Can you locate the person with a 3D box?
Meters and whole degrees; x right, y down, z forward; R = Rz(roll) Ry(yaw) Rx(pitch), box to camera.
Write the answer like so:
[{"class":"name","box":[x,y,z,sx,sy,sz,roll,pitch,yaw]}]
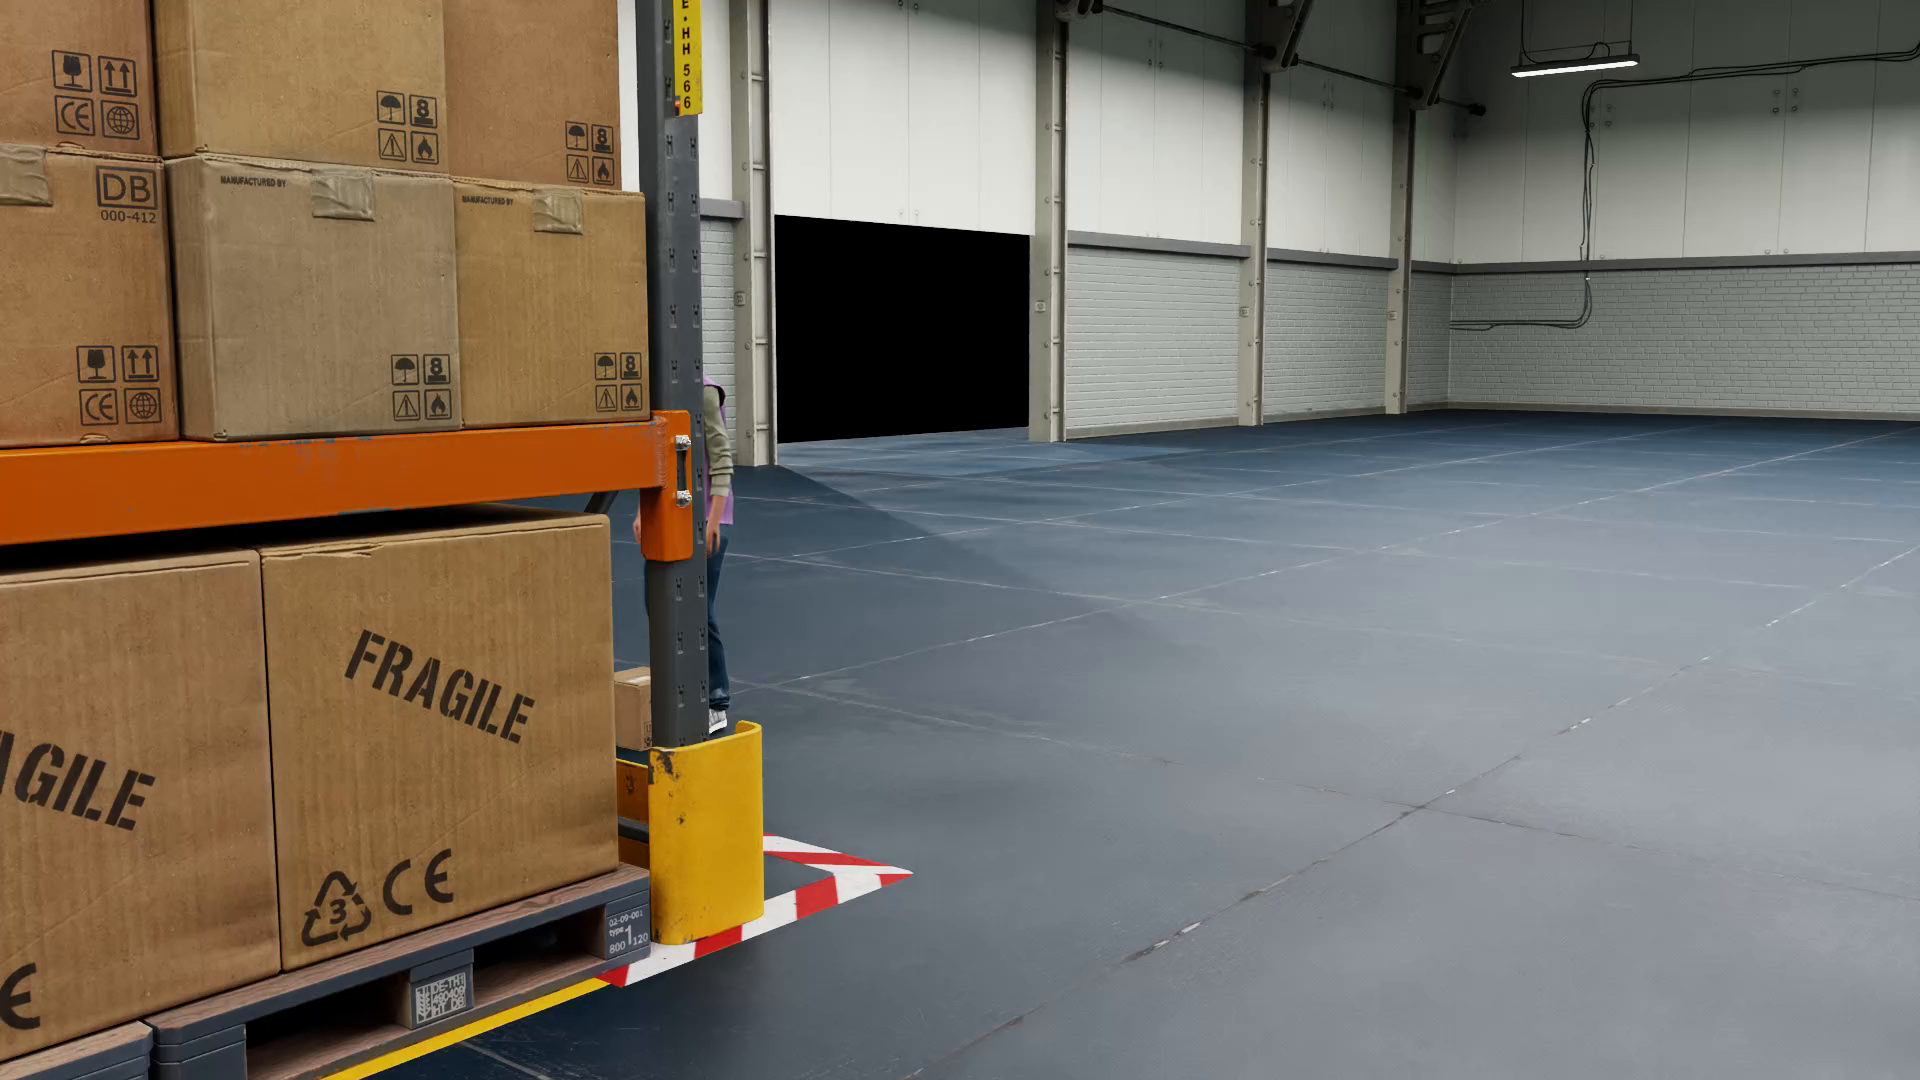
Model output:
[{"class":"person","box":[-1.054,-0.059,6.349,0.462,1.594,0.344,6,9,39]}]
